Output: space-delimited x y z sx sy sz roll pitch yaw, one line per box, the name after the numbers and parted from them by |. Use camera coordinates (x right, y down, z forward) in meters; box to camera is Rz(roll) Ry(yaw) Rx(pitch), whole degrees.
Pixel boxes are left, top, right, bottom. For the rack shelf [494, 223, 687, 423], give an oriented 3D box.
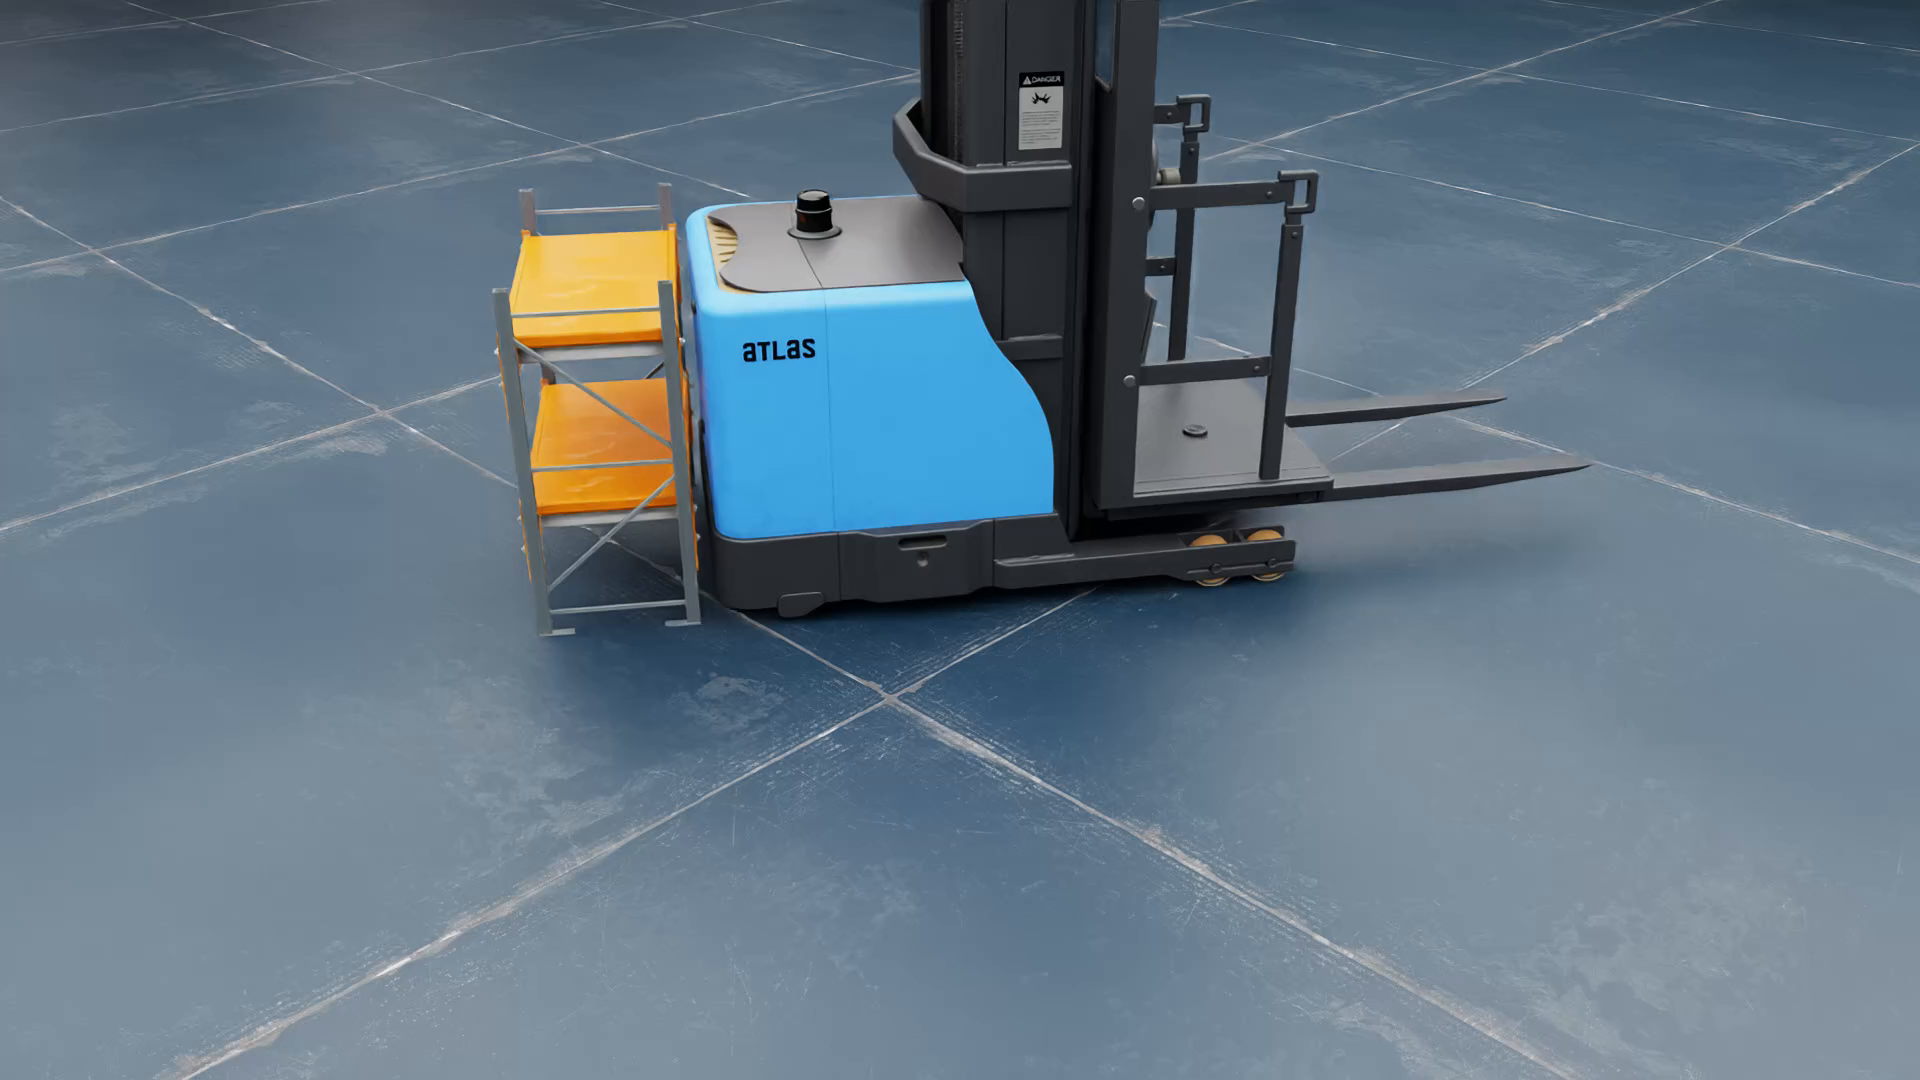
-1.145 -0.712 5.267 0.538 0.278 1.000 -4 28 -8 | rack shelf

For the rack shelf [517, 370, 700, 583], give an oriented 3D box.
-1.145 -0.237 5.517 0.538 0.278 1.000 -4 28 -8 | rack shelf

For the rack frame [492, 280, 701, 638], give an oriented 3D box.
-1.065 -0.219 4.958 0.500 1.125 0.032 -4 28 -8 | rack frame

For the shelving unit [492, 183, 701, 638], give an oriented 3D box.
-1.145 -0.453 5.403 0.538 1.125 1.048 -4 28 -8 | shelving unit

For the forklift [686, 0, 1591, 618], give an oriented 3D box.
0.641 -1.381 5.226 3.031 2.935 1.130 -5 28 -10 | forklift

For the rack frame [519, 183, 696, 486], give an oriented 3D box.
-1.224 -0.687 5.847 0.500 1.125 0.032 -4 28 -8 | rack frame
